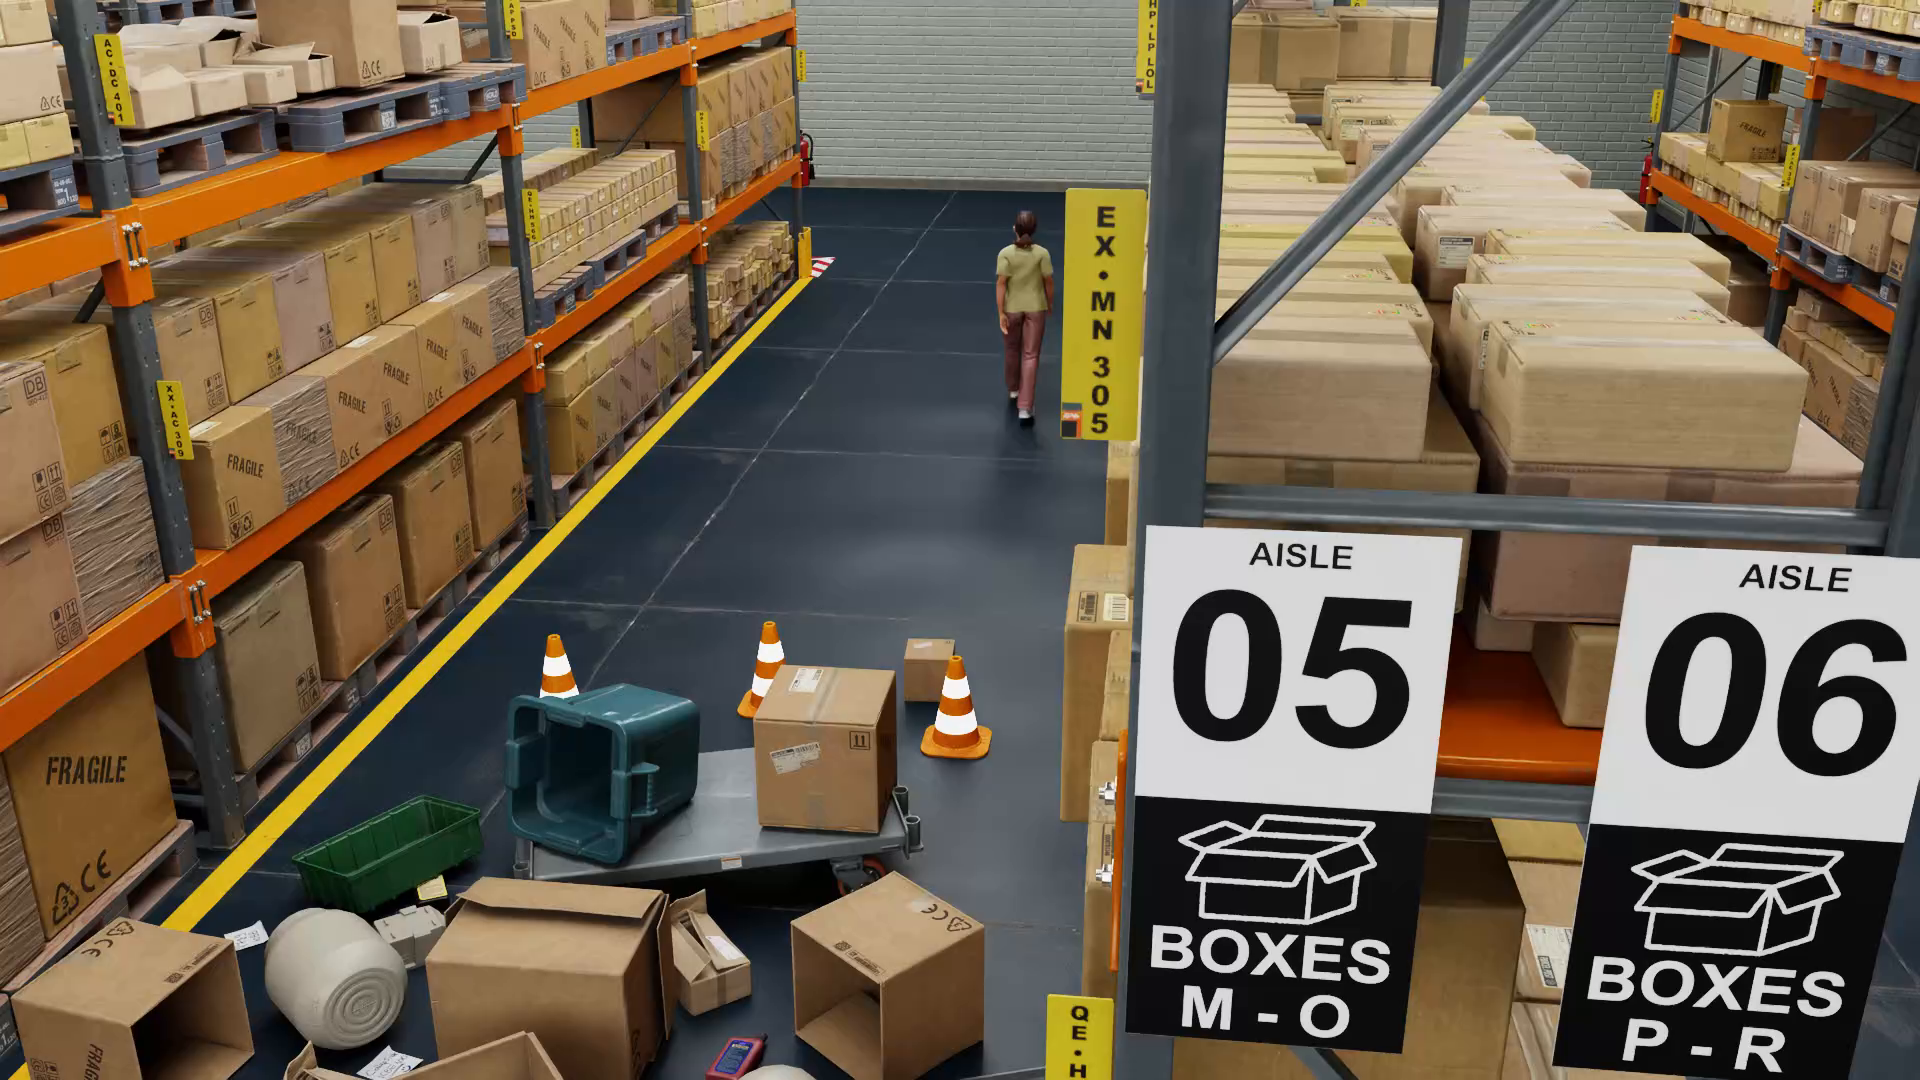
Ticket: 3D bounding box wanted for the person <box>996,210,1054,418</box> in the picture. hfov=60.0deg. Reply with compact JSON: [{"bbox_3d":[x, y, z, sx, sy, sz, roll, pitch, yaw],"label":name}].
[{"bbox_3d":[0.528,-1.854,13.335,0.451,1.611,0.995,3,21,7],"label":"person"}]
